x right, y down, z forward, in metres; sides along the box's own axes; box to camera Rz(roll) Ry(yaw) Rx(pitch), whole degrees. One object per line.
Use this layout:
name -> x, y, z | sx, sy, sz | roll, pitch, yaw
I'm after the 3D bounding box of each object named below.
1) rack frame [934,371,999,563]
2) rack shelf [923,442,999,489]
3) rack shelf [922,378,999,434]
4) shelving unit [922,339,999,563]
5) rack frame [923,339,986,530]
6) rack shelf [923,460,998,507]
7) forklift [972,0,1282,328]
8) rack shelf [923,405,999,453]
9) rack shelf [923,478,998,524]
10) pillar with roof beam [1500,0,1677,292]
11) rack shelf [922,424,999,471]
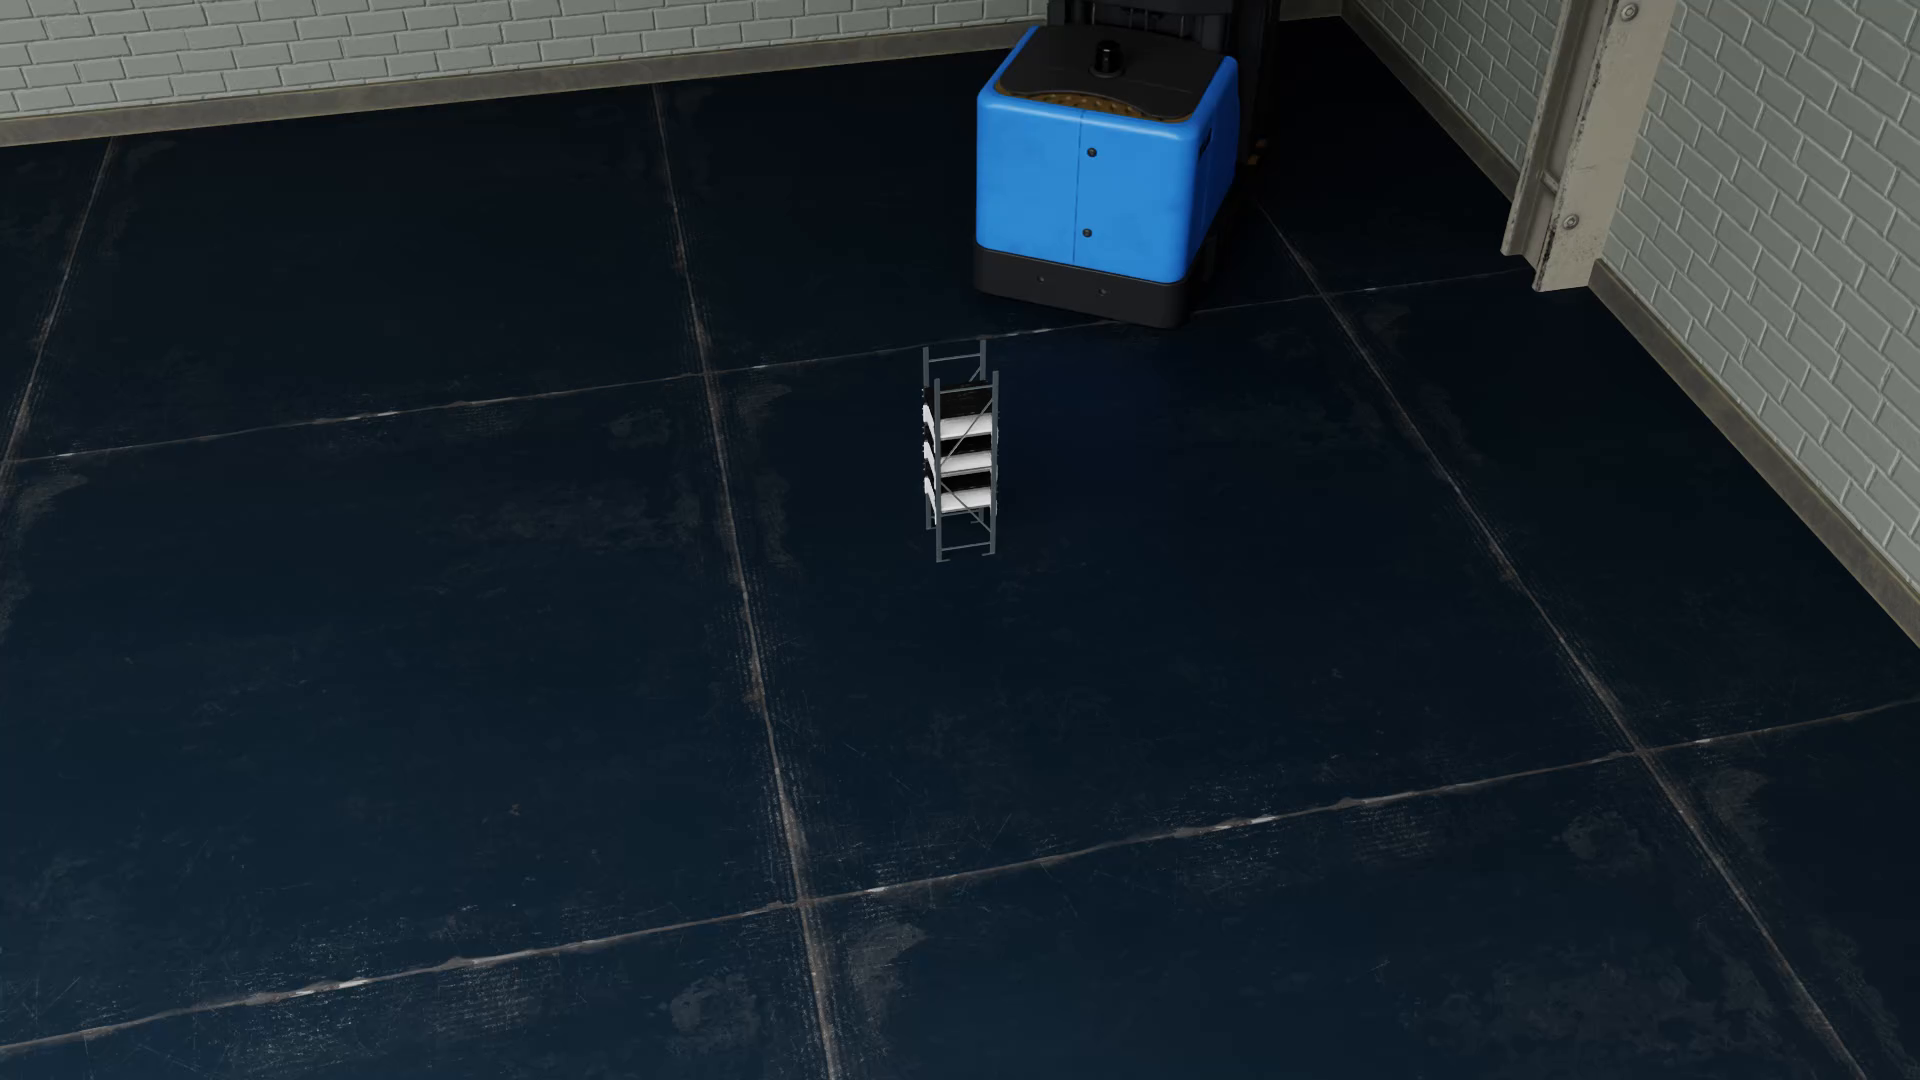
rack frame -> 0.024, -0.265, 6.371 | 0.240, 0.900, 0.006 | -8, 42, -9
rack shelf -> 0.002, -0.306, 6.467 | 0.258, 0.077, 0.200 | -8, 42, -9
rack shelf -> 0.002, -0.508, 6.288 | 0.258, 0.077, 0.200 | -8, 42, -9
shelving unit -> 0.002, -0.331, 6.445 | 0.258, 0.900, 0.210 | -8, 42, -9
rack frame -> -0.020, -0.397, 6.520 | 0.240, 0.900, 0.006 | -8, 42, -9
rack shelf -> 0.002, -0.239, 6.527 | 0.258, 0.077, 0.200 | -8, 42, -9
forklift -> 1.048, -3.072, 8.003 | 1.130, 2.935, 3.031 | 14, 43, 15
rack shelf -> 0.002, -0.441, 6.348 | 0.258, 0.077, 0.200 | -8, 42, -9
rack shelf -> 0.002, -0.172, 6.587 | 0.258, 0.077, 0.200 | -8, 42, -9
pillar with roof beam -> -1.284, -4.108, 4.600 | 9.100, 9.000, 0.400 | -8, 42, -9
rack shelf -> 0.002, -0.374, 6.408 | 0.258, 0.077, 0.200 | -8, 42, -9
